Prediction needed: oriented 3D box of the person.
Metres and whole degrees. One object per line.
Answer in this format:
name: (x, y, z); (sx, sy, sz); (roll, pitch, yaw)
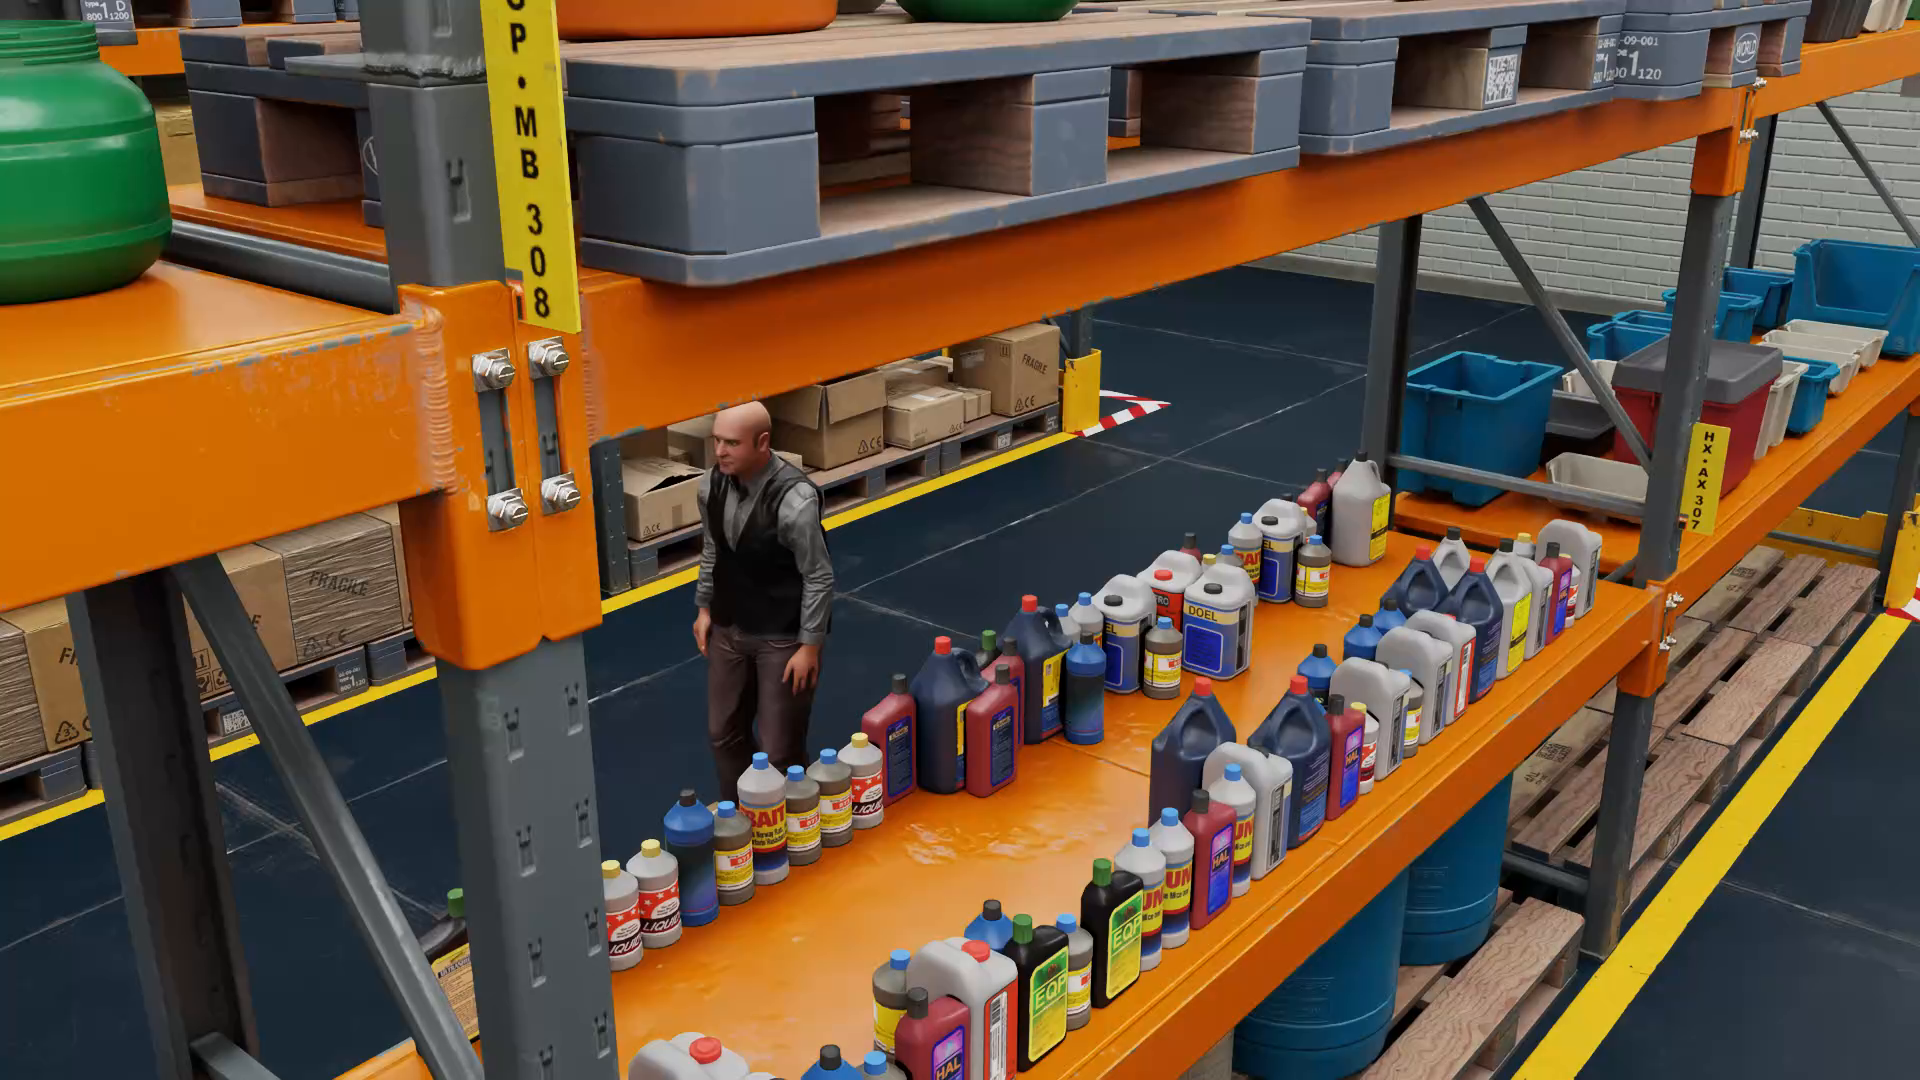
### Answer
person: (-0.669, 0.378, 5.728); (0.578, 1.614, 0.419); (15, 25, 36)
